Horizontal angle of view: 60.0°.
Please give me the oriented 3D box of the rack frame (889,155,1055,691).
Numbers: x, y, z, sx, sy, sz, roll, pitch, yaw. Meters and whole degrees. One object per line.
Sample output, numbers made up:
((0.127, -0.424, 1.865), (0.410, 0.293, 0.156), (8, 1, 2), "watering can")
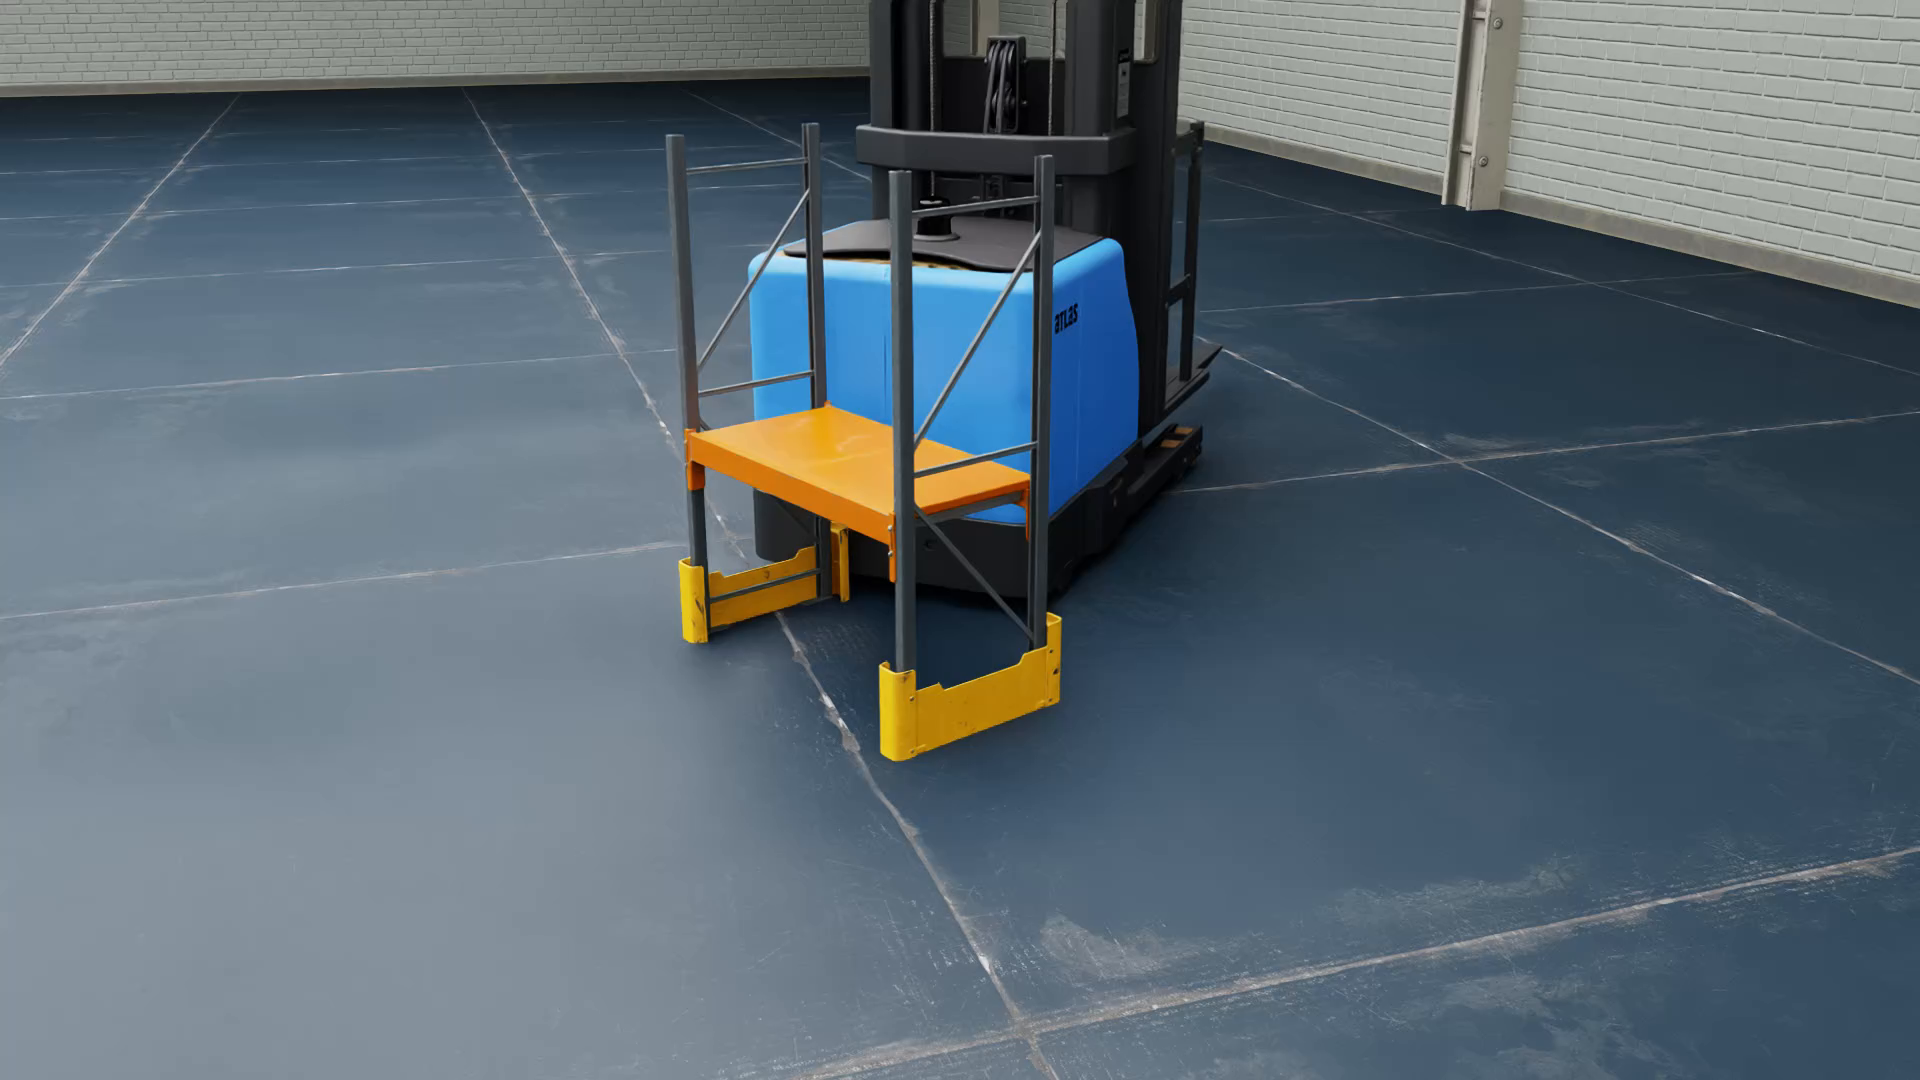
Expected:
((0.037, -0.201, 4.256), (0.500, 1.500, 0.032), (-16, 25, -37), "rack frame")

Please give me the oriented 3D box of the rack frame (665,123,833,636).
((-0.614, -0.465, 4.992), (0.500, 1.500, 0.032), (-16, 25, -37), "rack frame")

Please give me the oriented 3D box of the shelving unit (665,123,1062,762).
((-0.283, -0.330, 4.617), (0.587, 1.500, 1.083), (-16, 25, -37), "shelving unit")

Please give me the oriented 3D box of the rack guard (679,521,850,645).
((-0.601, 0.129, 5.189), (0.587, 0.250, 0.087), (-16, 25, -37), "rack guard")

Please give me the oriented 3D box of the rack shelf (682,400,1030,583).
((-0.289, -0.163, 4.685), (0.538, 0.185, 1.000), (-16, 25, -37), "rack shelf")

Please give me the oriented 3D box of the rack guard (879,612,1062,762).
((0.036, 0.387, 4.468), (0.587, 0.250, 0.087), (-16, 25, -37), "rack guard")

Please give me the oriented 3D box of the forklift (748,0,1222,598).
((0.341, -1.660, 6.202), (1.130, 2.935, 3.031), (8, 21, 21), "forklift")

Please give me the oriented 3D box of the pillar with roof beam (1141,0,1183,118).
((-1.850, -8.393, 15.972), (9.100, 9.000, 0.400), (-6, 21, -17), "pillar with roof beam")

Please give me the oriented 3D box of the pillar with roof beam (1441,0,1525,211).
((0.036, -6.468, 10.611), (9.100, 9.000, 0.400), (-6, 21, -17), "pillar with roof beam")

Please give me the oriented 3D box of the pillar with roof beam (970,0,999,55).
((-3.735, -10.319, 21.332), (9.100, 9.000, 0.400), (-6, 21, -17), "pillar with roof beam")
